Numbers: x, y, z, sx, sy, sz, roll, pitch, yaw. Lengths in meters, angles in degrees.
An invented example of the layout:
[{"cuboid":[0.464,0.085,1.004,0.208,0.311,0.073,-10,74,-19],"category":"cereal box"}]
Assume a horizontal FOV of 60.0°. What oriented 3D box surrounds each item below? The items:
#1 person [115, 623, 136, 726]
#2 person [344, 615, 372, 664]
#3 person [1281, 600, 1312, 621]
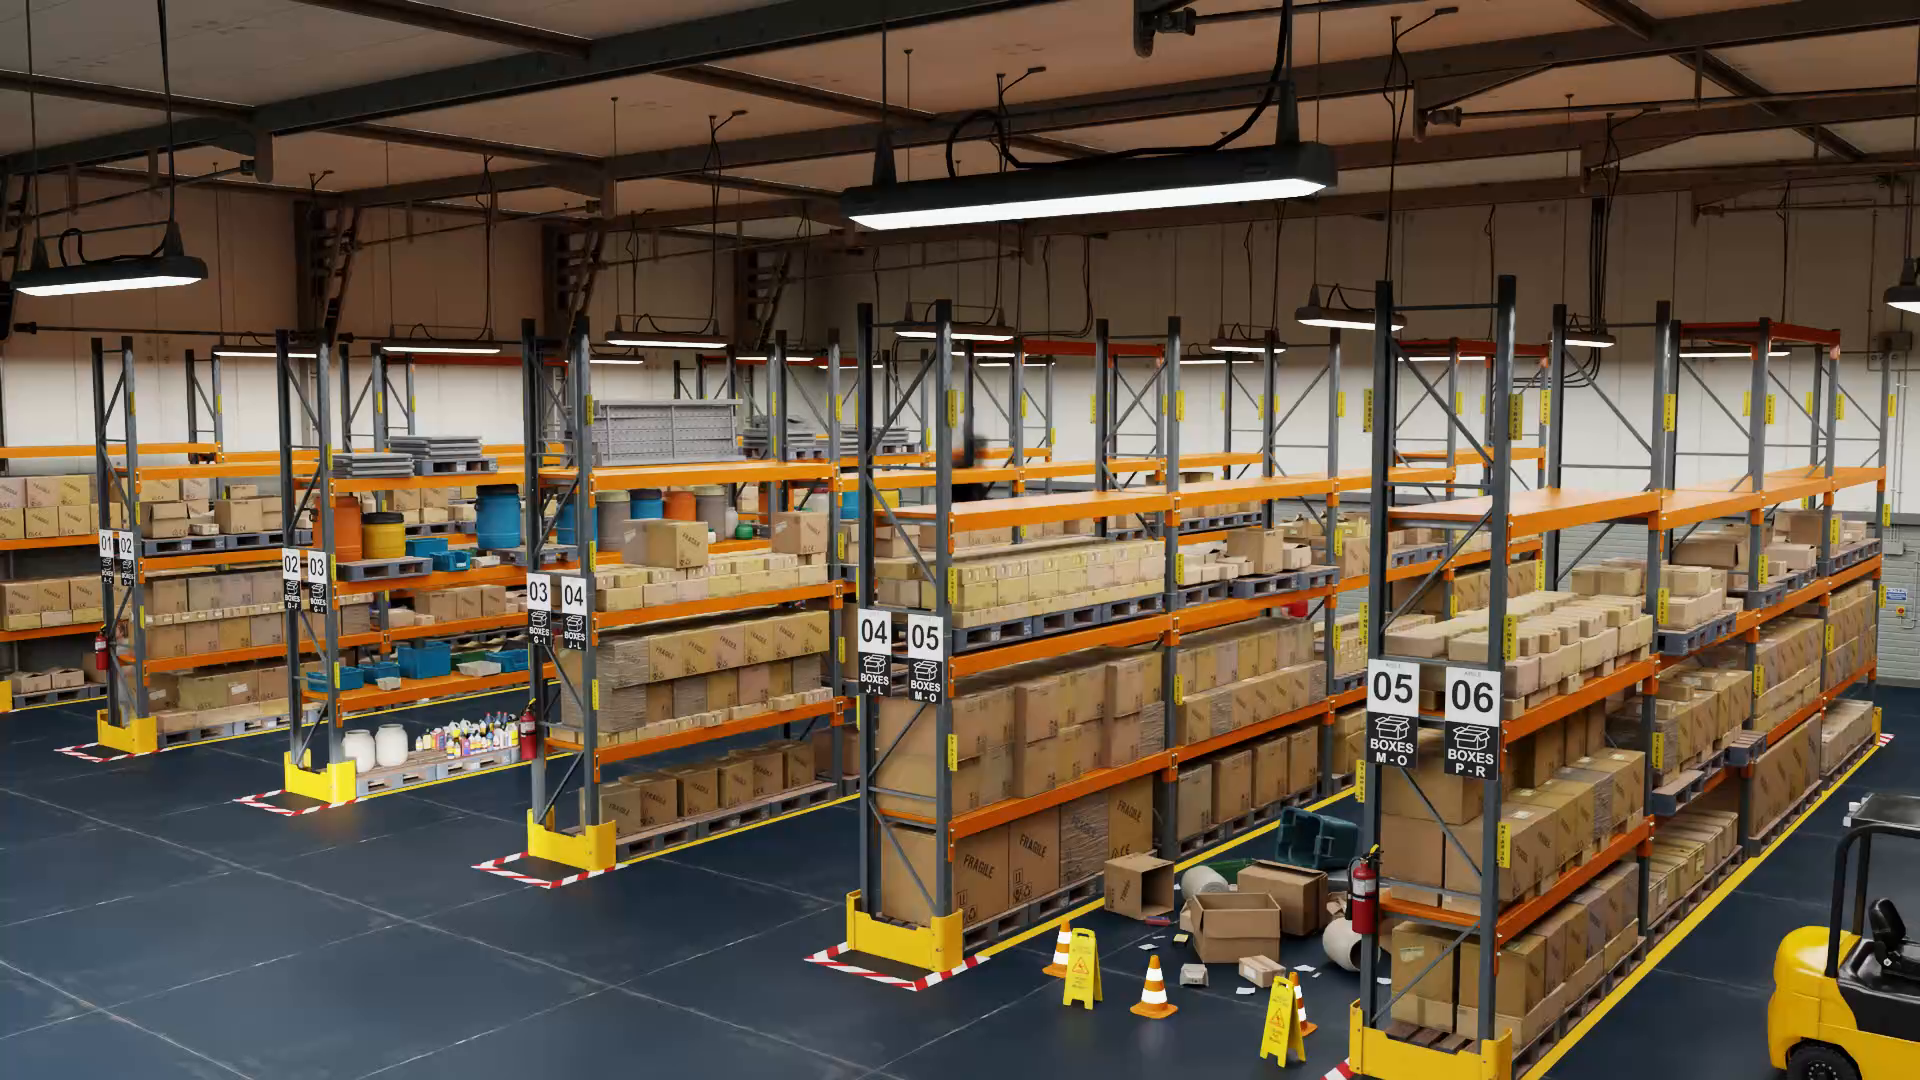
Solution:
[{"cuboid":[-12.999,2.103,25.976,0.582,1.631,0.606,4,6,37],"category":"person"},{"cuboid":[-10.840,1.782,29.647,0.590,1.695,0.695,3,6,34],"category":"person"},{"cuboid":[6.402,1.590,31.500,0.693,1.684,0.522,-4,6,-37],"category":"person"}]
